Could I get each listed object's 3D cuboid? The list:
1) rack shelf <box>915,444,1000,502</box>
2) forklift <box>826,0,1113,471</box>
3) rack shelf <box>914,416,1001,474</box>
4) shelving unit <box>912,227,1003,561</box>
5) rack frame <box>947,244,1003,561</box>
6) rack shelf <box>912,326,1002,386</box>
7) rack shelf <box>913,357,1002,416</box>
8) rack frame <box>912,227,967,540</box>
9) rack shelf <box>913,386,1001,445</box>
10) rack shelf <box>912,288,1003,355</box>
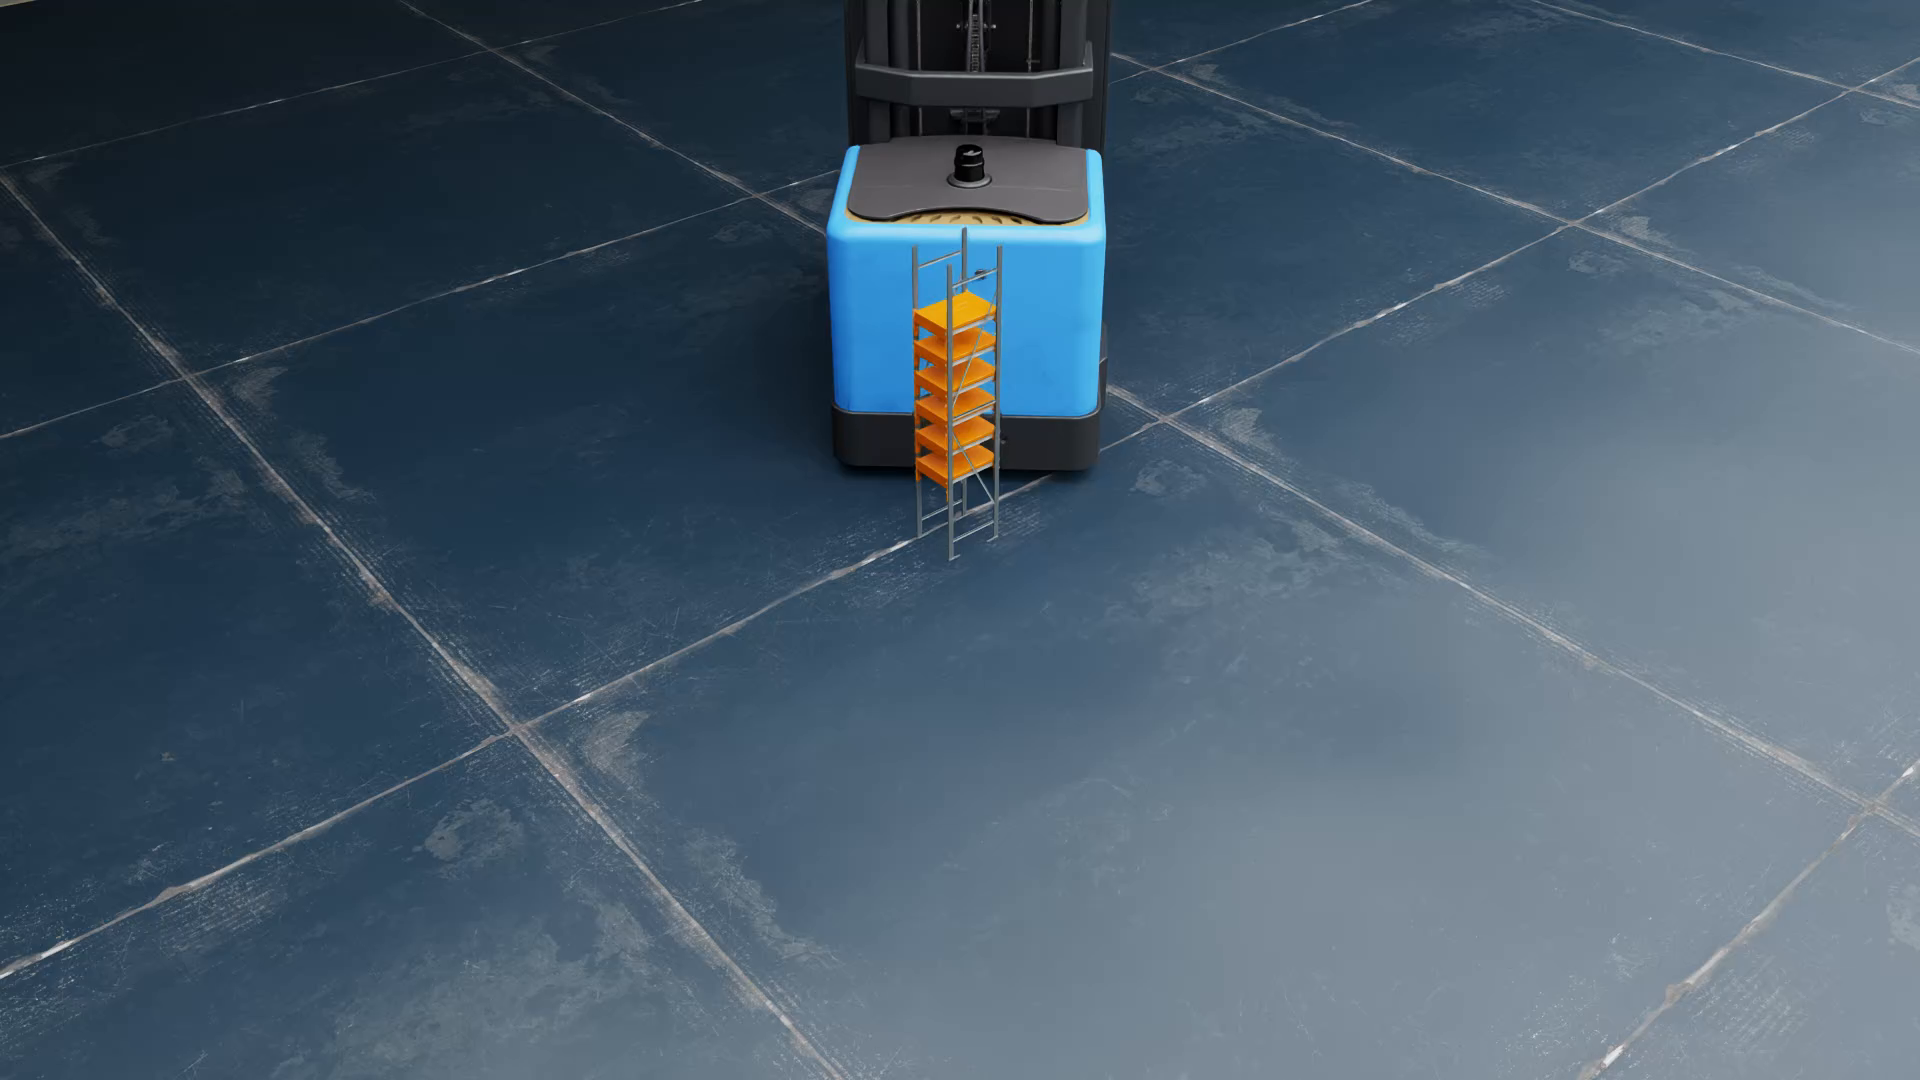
[{"bbox_3d":[-0.009,-0.264,6.077,0.258,0.103,0.180,-26,43,-32],"label":"rack shelf"},{"bbox_3d":[0.083,-2.292,6.950,1.130,2.935,3.031,1,35,2],"label":"forklift"},{"bbox_3d":[-0.009,-0.362,6.007,0.258,0.103,0.180,-26,43,-32],"label":"rack shelf"},{"bbox_3d":[-0.009,-0.496,5.912,0.258,1.200,0.189,-26,43,-32],"label":"shelving unit"},{"bbox_3d":[0.050,-0.456,5.855,0.240,1.200,0.006,-26,43,-32],"label":"rack frame"},{"bbox_3d":[-0.009,-0.656,5.799,0.258,0.103,0.180,-26,43,-32],"label":"rack shelf"},{"bbox_3d":[-0.009,-0.558,5.869,0.258,0.103,0.180,-26,43,-32],"label":"rack shelf"},{"bbox_3d":[-0.068,-0.536,5.969,0.240,1.200,0.006,-26,43,-32],"label":"rack frame"},{"bbox_3d":[-0.009,-0.460,5.938,0.258,0.103,0.180,-26,43,-32],"label":"rack shelf"},{"bbox_3d":[-0.009,-0.754,5.730,0.258,0.103,0.180,-26,43,-32],"label":"rack shelf"}]
